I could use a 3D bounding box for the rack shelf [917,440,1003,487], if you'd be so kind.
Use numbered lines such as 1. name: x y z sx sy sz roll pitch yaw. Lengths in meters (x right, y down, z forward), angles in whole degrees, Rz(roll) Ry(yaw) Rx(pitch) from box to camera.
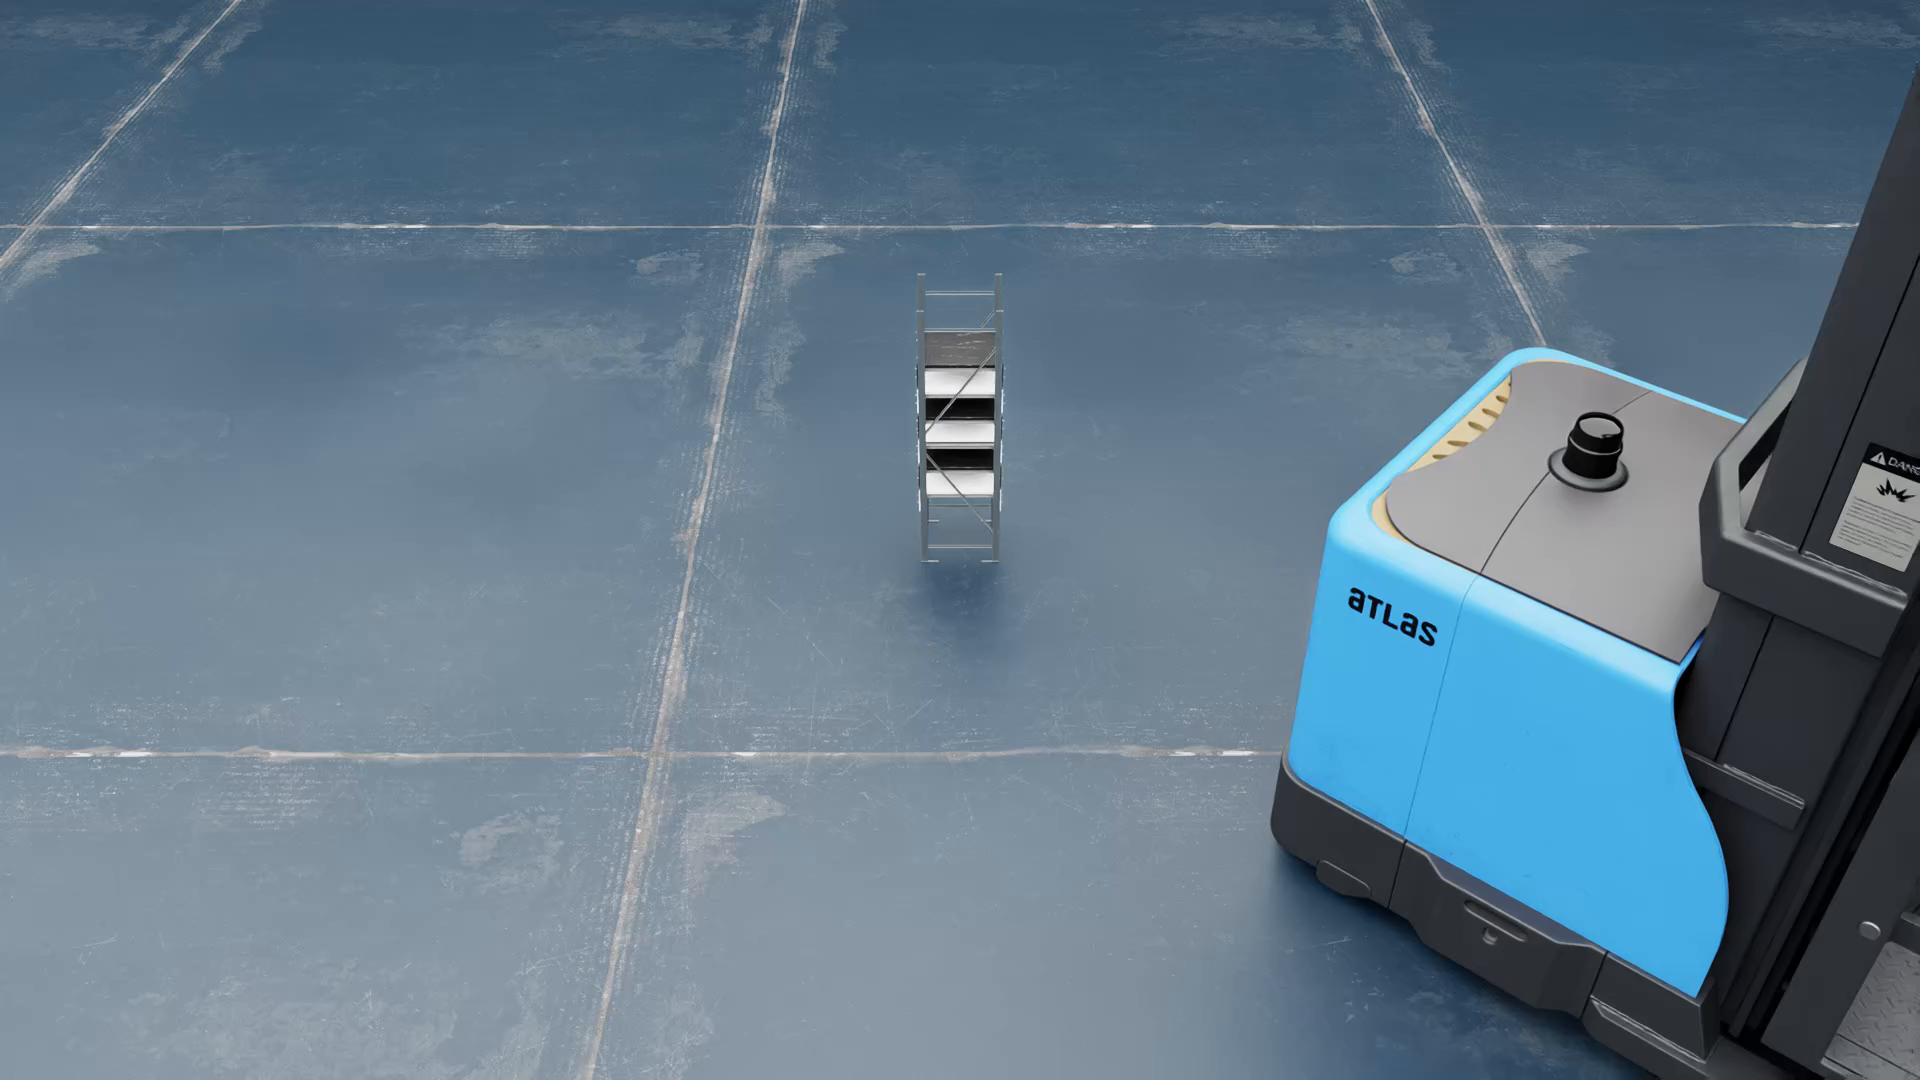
1. rack shelf: 0.000 -0.250 5.039 0.258 0.077 0.200 0 39 0

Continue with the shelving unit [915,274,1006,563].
1. shelving unit: 0.000 -0.346 4.962 0.258 0.900 0.210 0 39 0

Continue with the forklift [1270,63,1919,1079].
1. forklift: 2.240 0.014 2.889 3.031 2.935 1.130 28 46 30

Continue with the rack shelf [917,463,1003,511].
1. rack shelf: 0.000 -0.180 5.096 0.258 0.077 0.200 0 39 0

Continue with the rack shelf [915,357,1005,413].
1. rack shelf: 0.000 -0.461 4.871 0.258 0.077 0.200 0 39 0

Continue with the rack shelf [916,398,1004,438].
1. rack shelf: 0.000 -0.390 4.927 0.258 0.077 0.200 0 39 0

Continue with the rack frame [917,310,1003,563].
1. rack frame: 0.000 -0.282 4.883 0.240 0.900 0.006 0 39 0

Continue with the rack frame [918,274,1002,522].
1. rack frame: 0.000 -0.410 5.042 0.240 0.900 0.006 0 39 0

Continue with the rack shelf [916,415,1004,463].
1. rack shelf: 0.000 -0.320 4.983 0.258 0.077 0.200 0 39 0

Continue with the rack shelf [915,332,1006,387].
1. rack shelf: 0.000 -0.531 4.814 0.258 0.077 0.200 0 39 0
